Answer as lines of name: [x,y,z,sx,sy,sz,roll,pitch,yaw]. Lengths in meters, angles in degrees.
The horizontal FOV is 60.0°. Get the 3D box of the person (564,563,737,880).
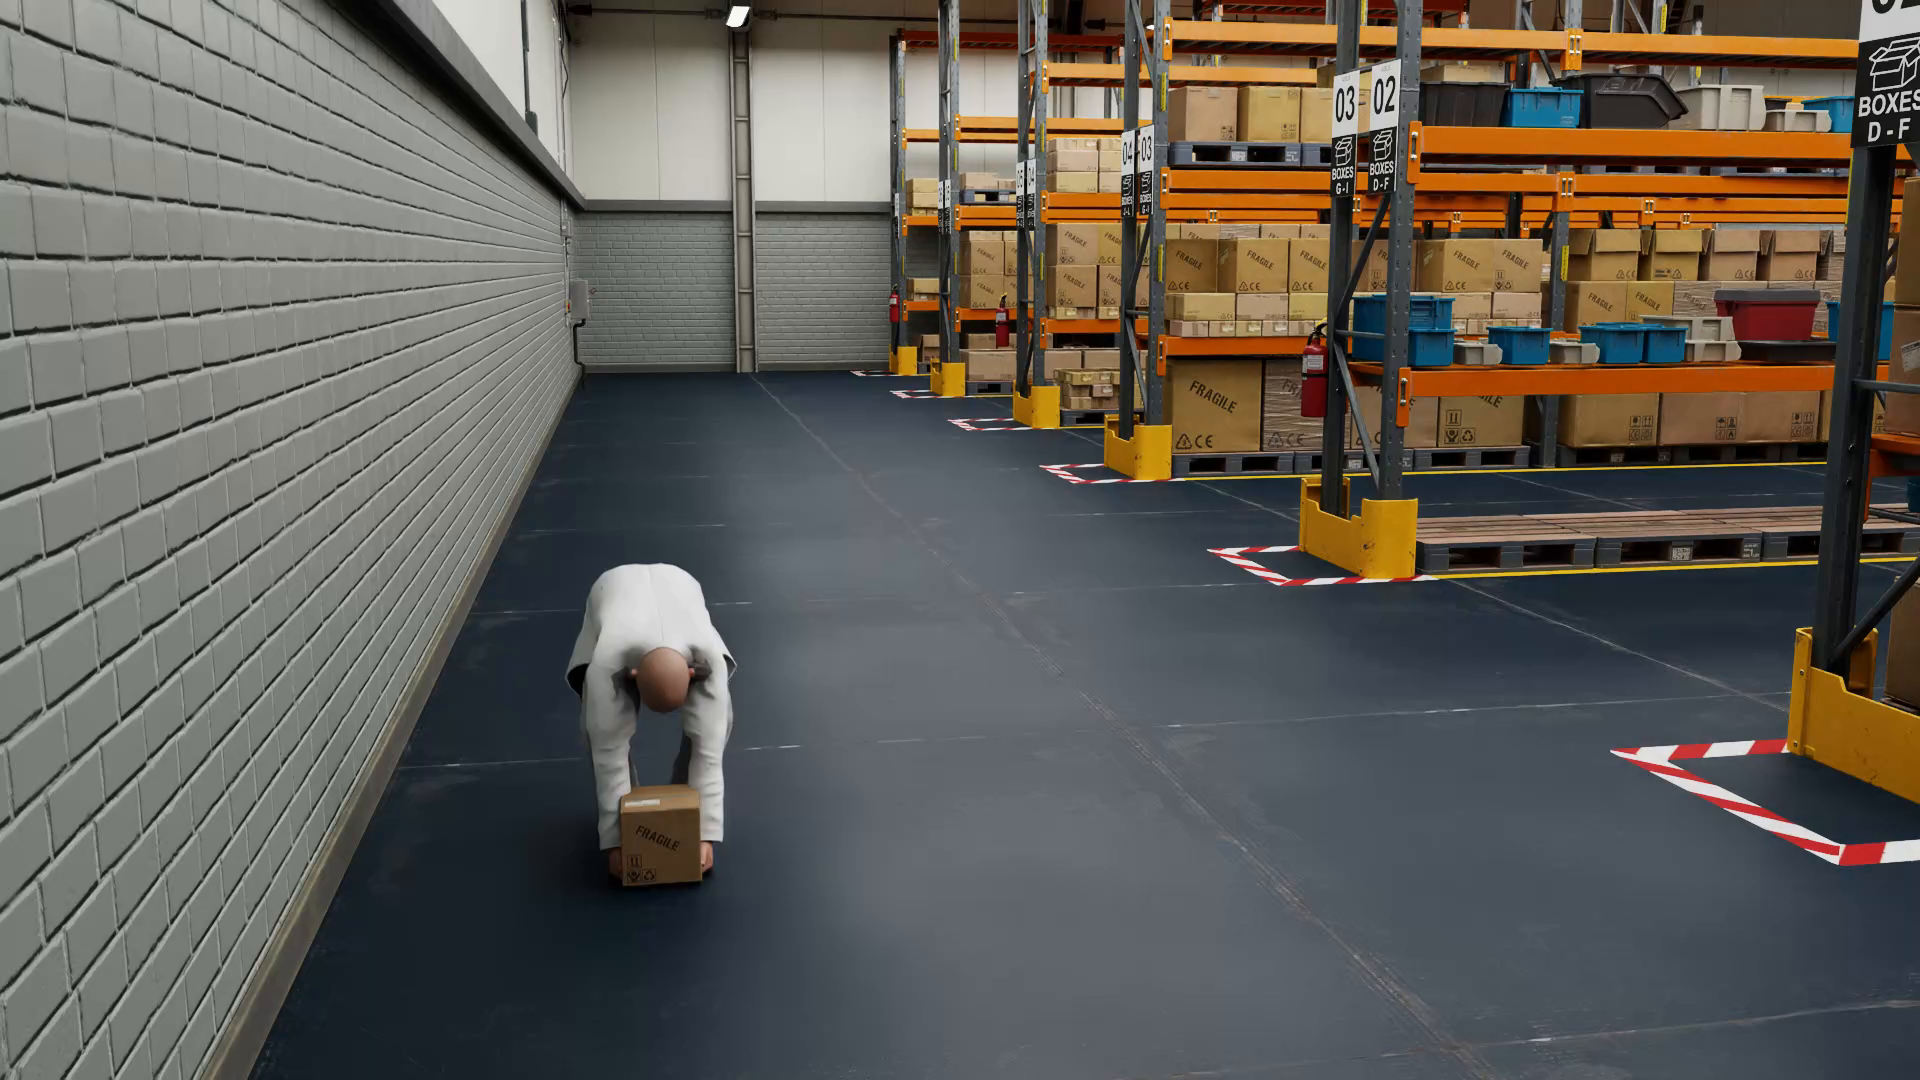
person: [-1.044,0.579,5.690,0.595,0.940,0.947,-2,10,-14]
